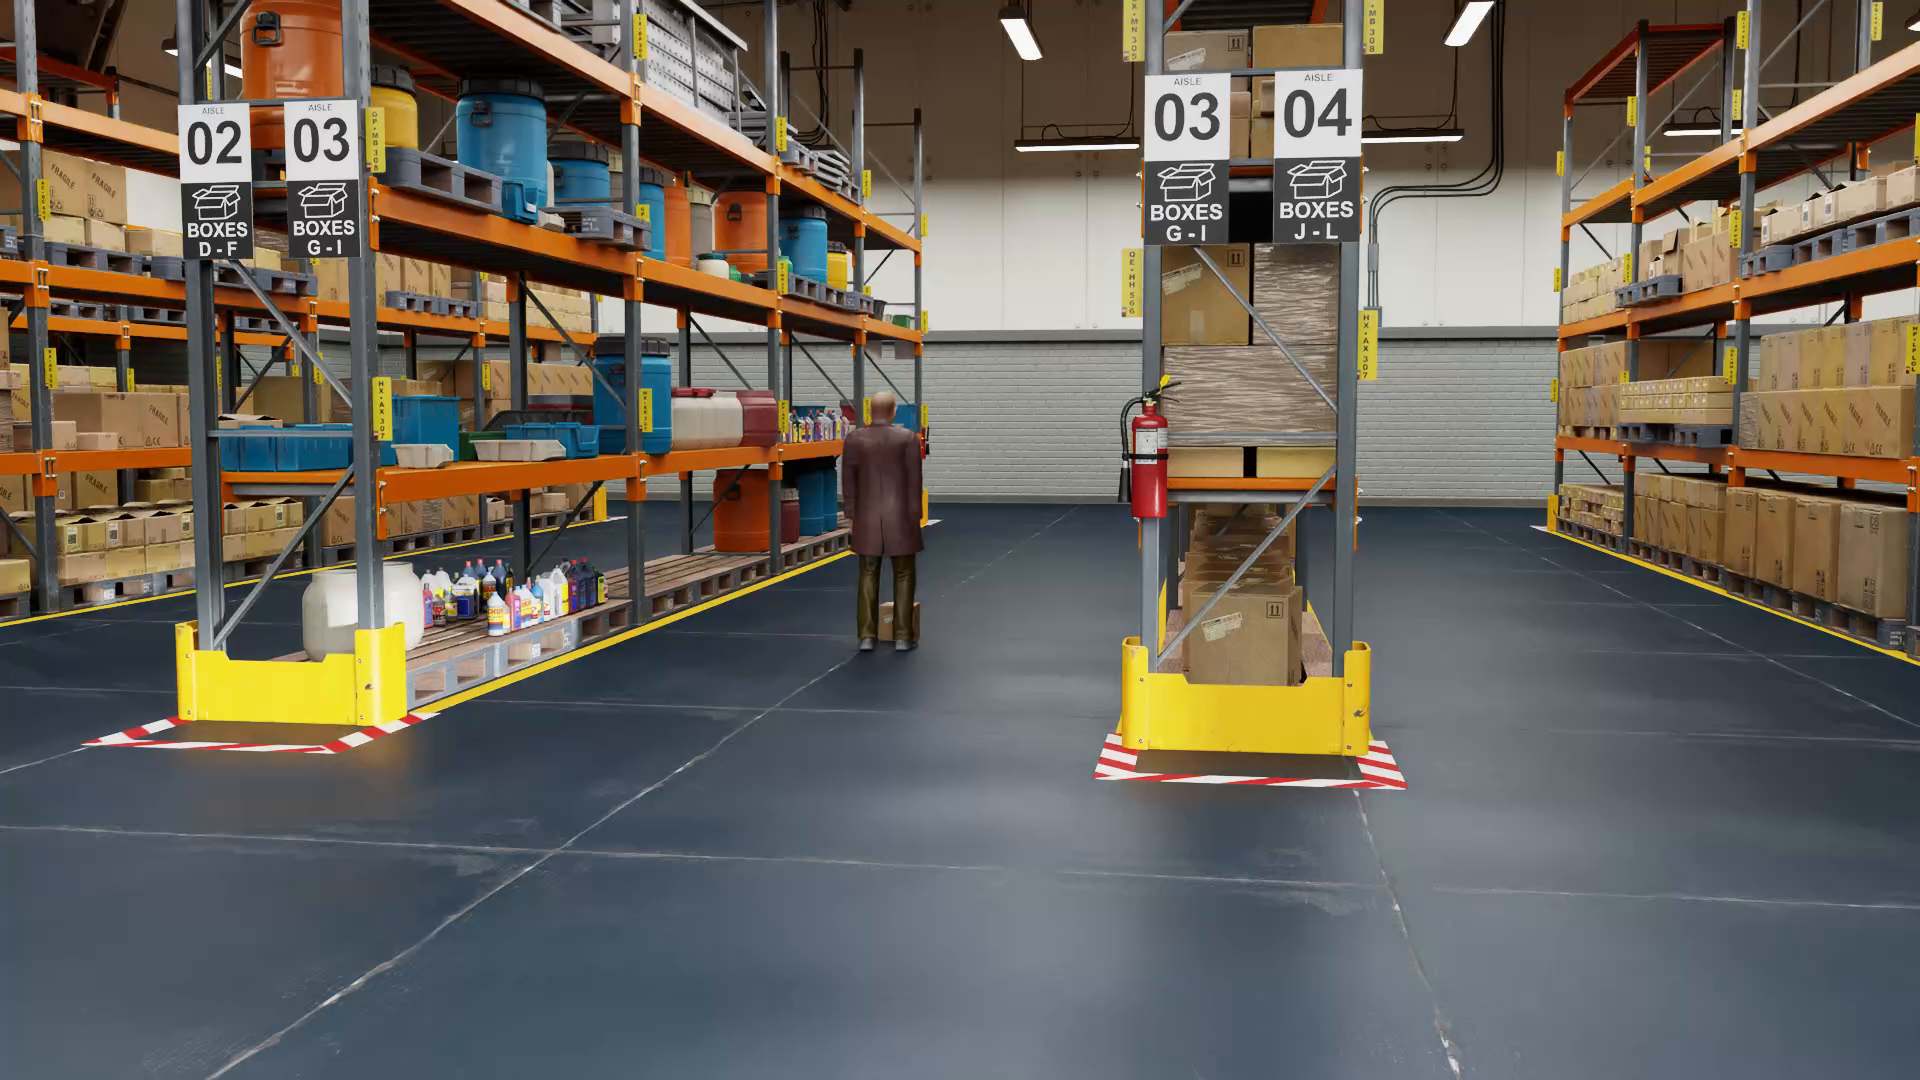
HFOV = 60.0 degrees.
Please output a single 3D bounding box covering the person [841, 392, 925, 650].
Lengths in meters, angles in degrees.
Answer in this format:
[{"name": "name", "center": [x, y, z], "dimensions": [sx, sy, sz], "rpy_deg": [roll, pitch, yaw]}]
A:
[{"name": "person", "center": [-0.525, -0.129, 11.404], "dimensions": [0.567, 1.768, 0.378], "rpy_deg": [1, 4, 10]}]
